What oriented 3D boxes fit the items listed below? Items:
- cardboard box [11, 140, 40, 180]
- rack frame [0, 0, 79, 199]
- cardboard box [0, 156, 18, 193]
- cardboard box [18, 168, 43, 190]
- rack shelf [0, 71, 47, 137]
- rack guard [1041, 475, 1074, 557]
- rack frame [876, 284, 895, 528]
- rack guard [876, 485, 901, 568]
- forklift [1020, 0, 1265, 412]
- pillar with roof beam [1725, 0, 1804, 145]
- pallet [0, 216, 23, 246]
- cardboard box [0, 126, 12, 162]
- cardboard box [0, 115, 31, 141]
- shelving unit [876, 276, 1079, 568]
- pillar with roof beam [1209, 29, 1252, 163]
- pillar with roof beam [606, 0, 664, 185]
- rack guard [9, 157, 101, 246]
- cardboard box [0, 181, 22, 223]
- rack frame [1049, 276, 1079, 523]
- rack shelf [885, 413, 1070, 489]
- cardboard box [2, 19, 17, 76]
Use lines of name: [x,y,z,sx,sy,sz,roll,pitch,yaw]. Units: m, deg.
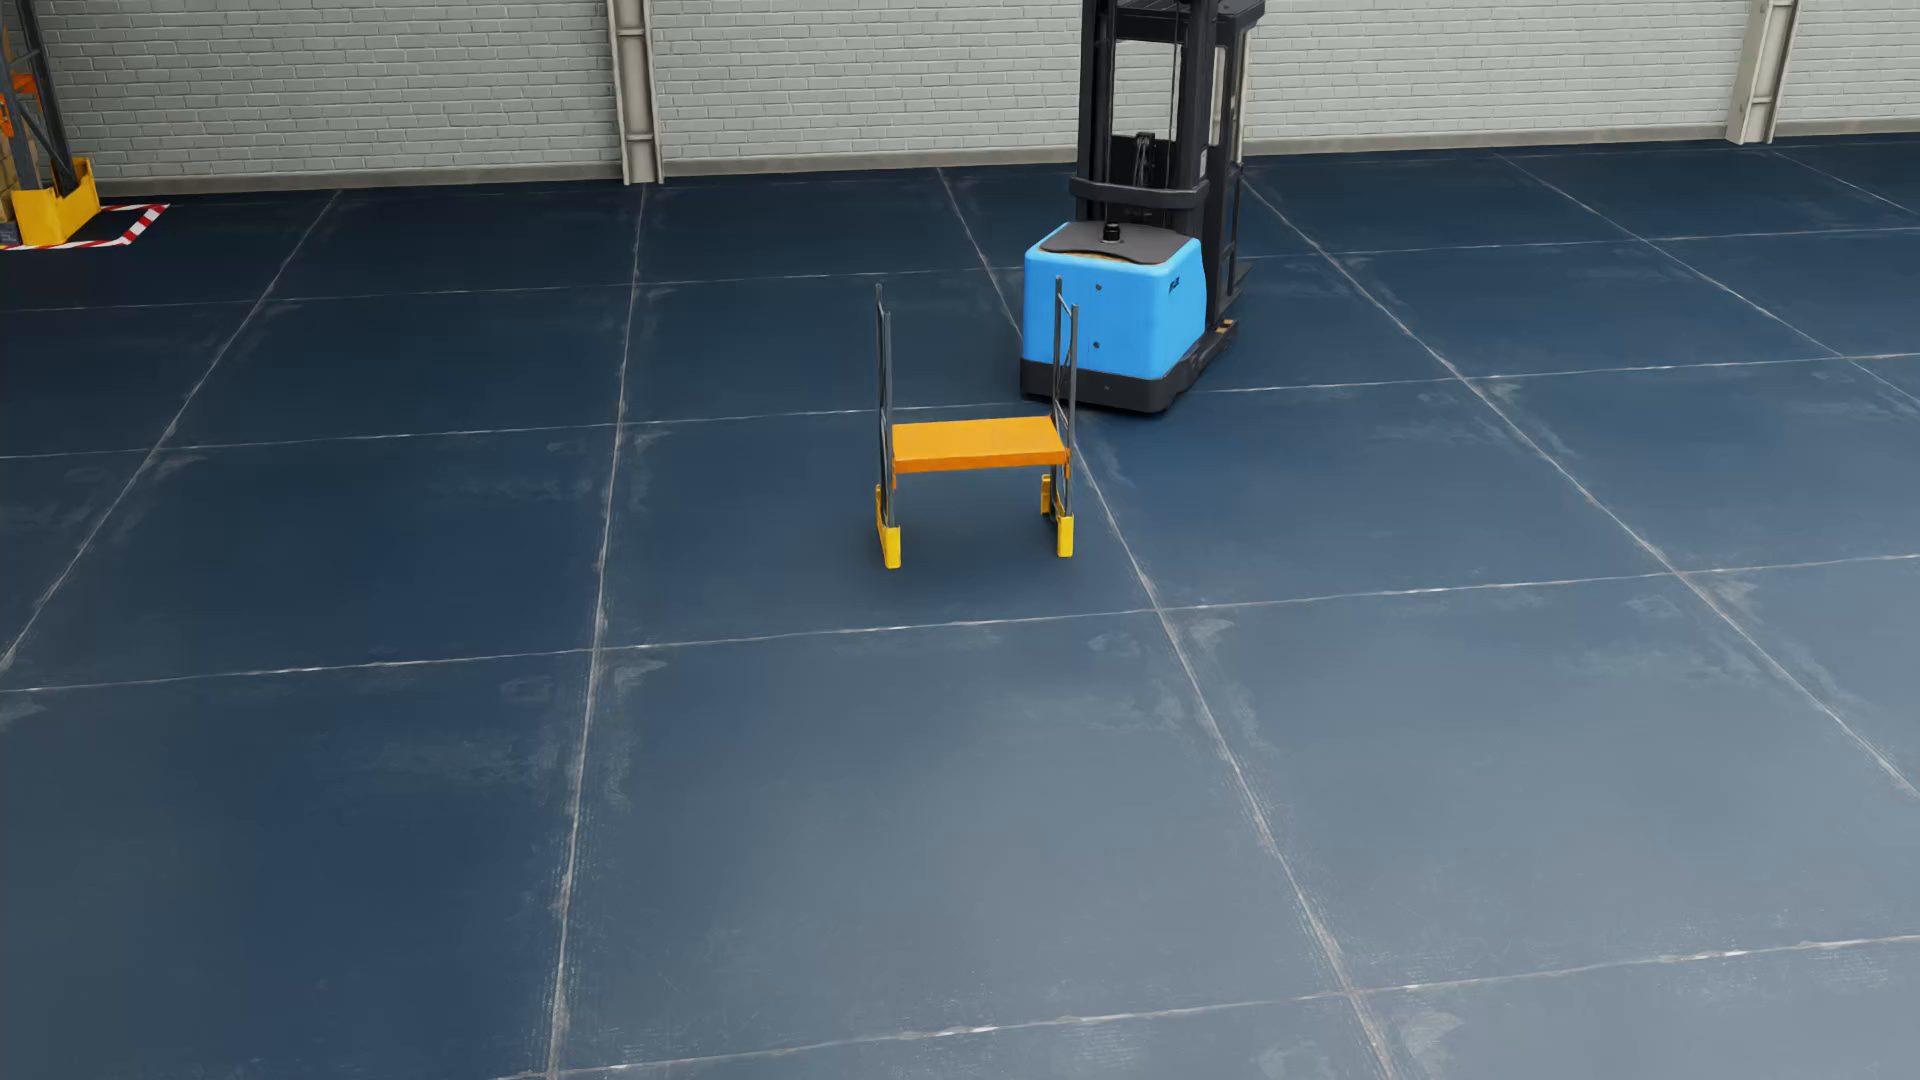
cardboard box: [-8.819,-3.481,15.254,0.500,0.250,0.500,-3,27,-6]
rack frame: [-8.325,-4.232,14.711,0.127,3.000,1.000,-4,27,-7]
cardboard box: [-8.763,-3.245,14.793,0.500,0.250,0.500,-4,27,-8]
cardboard box: [-8.838,-3.252,15.354,0.500,0.250,0.500,-4,27,-7]
rack shelf: [-10.305,-3.784,14.628,4.000,0.370,1.077,-4,27,-7]
rack guard: [0.569,-0.148,9.764,0.087,0.250,0.587,-4,27,-7]
rack frame: [-0.419,-0.640,9.355,0.032,1.500,0.500,-4,27,-7]
rack guard: [-0.418,-0.084,9.641,0.087,0.250,0.587,-4,27,-7]
forklift: [1.483,-2.817,12.029,1.130,2.935,3.031,12,29,21]
pillar with roof beam: [9.284,-6.463,12.488,0.400,9.000,9.100,-4,27,-7]
pallet: [-9.076,-2.923,15.216,1.213,0.211,1.003,-4,27,-7]
cardboard box: [-8.737,-3.470,14.683,0.500,0.250,0.500,-3,27,-5]
cardboard box: [-8.827,-3.695,15.122,0.500,0.250,0.500,-4,27,-8]
shelving unit: [0.075,-0.672,9.417,1.083,1.500,0.587,-4,27,-7]
pillar with roof beam: [3.343,-6.081,11.744,0.400,9.000,9.100,-4,27,-7]
pillar with roof beam: [-2.599,-5.699,11.000,0.400,9.000,9.100,-4,27,-7]
rack guard: [-8.301,-3.121,15.285,0.348,0.500,1.175,-4,27,-7]
cardboard box: [-8.746,-3.022,14.906,0.500,0.250,0.500,-3,27,-7]
rack frame: [0.588,-0.705,9.481,0.032,1.500,0.500,-4,27,-7]
rack shelf: [0.084,-0.513,9.500,1.000,0.185,0.538,-4,27,-7]
cardboard box: [-8.854,-4.370,14.872,0.500,0.500,0.500,-3,27,-5]
